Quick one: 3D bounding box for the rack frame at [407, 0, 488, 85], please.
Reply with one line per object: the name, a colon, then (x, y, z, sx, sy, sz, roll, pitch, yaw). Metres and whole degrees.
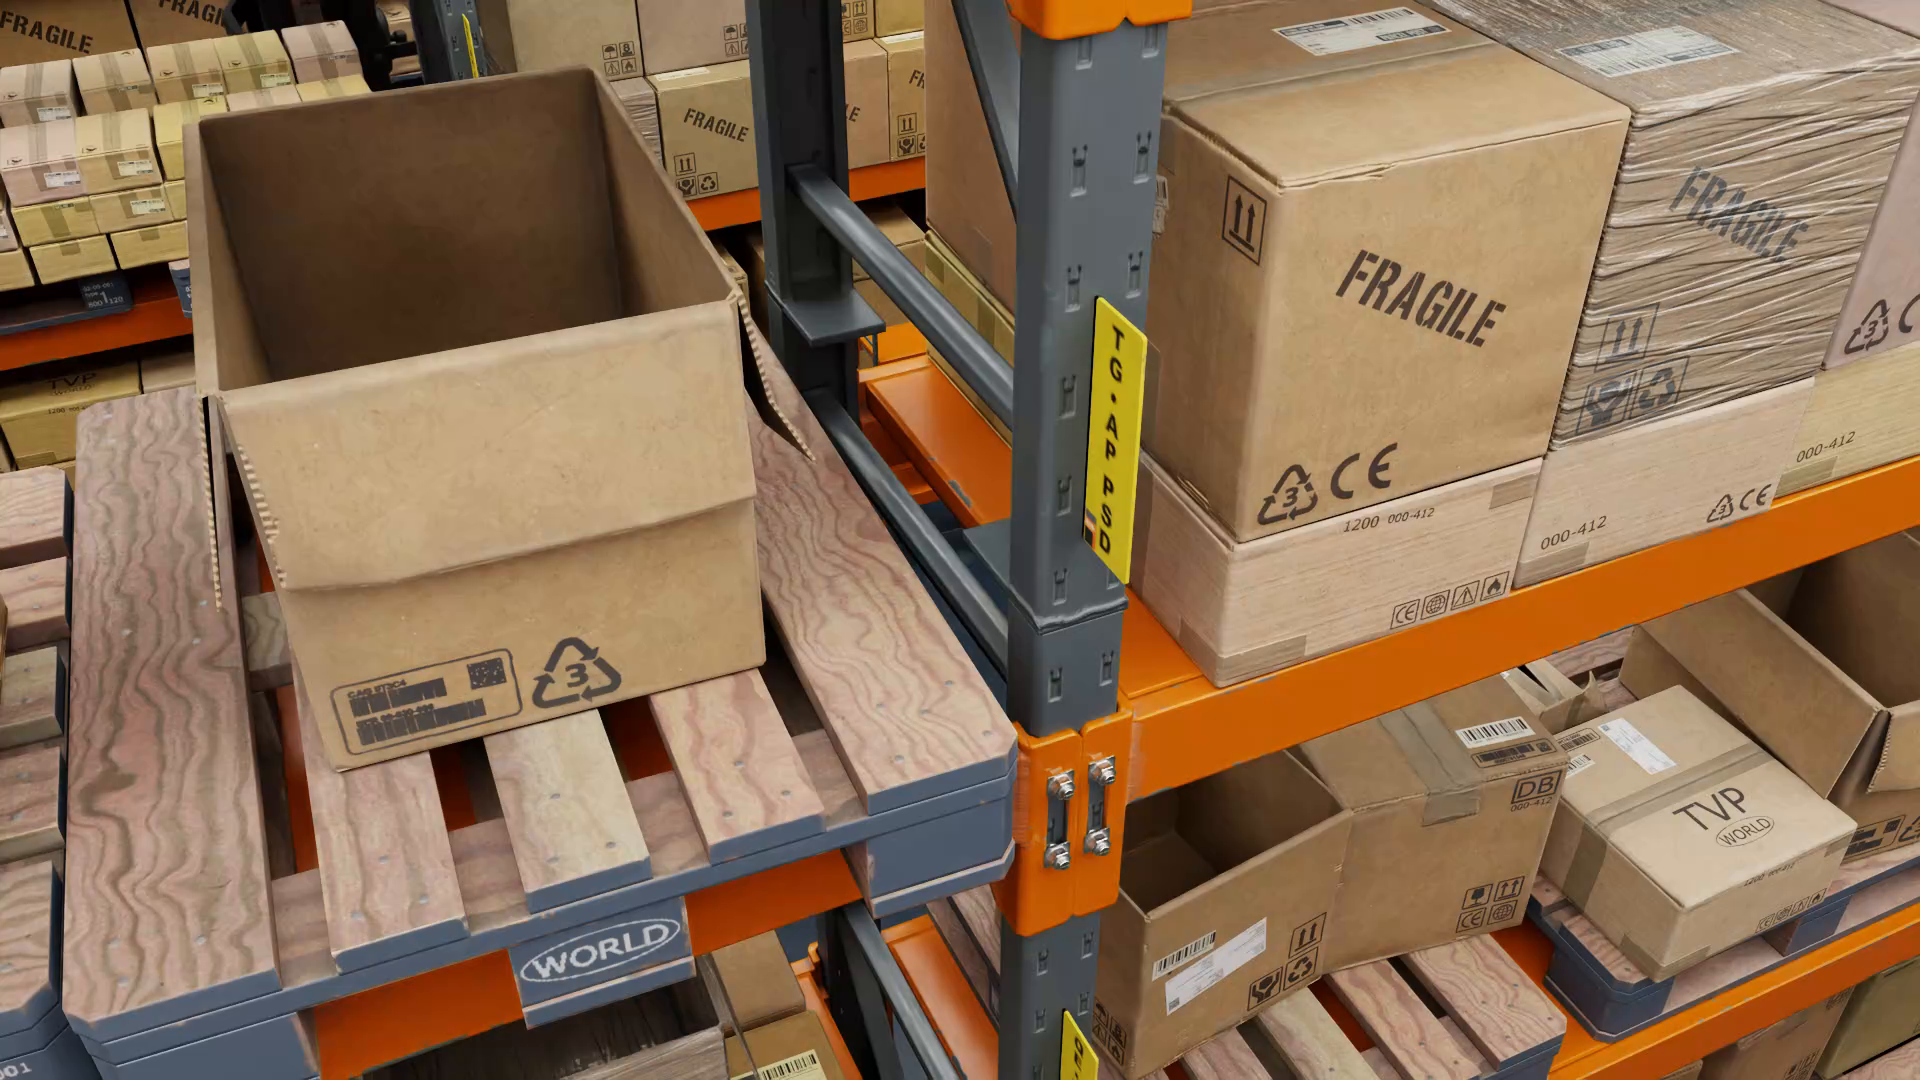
rack frame: (-2.073, -1.663, 6.974, 0.127, 3.000, 1.000, -16, 39, -20)

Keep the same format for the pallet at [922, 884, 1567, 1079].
pallet: (0.542, 0.877, 3.711, 1.003, 0.211, 1.213, -16, 39, -20)

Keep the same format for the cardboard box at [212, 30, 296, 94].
cardboard box: (-2.816, -1.887, 6.636, 0.250, 0.149, 0.380, -17, 40, -21)

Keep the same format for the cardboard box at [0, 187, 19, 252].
cardboard box: (-3.494, -1.152, 5.894, 0.250, 0.149, 0.380, -15, 39, -19)

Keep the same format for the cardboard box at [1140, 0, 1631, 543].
cardboard box: (0.477, -0.388, 2.234, 0.500, 0.500, 0.500, -15, 39, -20)

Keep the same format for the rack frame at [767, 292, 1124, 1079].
rack frame: (-0.057, 1.038, 3.333, 0.127, 3.000, 1.000, -16, 39, -20)

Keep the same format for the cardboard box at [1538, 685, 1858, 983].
cardboard box: (1.558, 0.629, 3.657, 0.500, 0.250, 0.500, -17, 40, -21)

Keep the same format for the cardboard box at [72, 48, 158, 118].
cardboard box: (-3.280, -1.761, 6.465, 0.250, 0.149, 0.380, -17, 40, -22)

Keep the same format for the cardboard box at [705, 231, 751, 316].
cardboard box: (-1.484, -1.033, 7.661, 0.750, 0.750, 1.050, -16, 40, -21)

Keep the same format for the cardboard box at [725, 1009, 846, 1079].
cardboard box: (-0.399, 1.256, 2.955, 0.500, 0.500, 0.500, -14, 39, -19)

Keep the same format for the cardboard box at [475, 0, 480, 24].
cardboard box: (-3.088, -3.749, 11.639, 0.625, 0.372, 0.950, -16, 40, -21)

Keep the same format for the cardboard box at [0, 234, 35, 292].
cardboard box: (-3.488, -1.036, 5.987, 0.250, 0.149, 0.380, -14, 39, -19)

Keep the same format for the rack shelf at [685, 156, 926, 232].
rack shelf: (-0.263, -1.880, 7.871, 4.000, 0.370, 1.077, -16, 39, -20)

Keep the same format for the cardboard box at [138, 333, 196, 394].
cardboard box: (-3.034, -0.680, 6.766, 0.500, 0.250, 0.500, -15, 39, -19)

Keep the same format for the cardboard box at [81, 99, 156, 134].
cardboard box: (-3.309, -1.633, 6.542, 0.250, 0.149, 0.380, -15, 39, -20)

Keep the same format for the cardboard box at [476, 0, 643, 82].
cardboard box: (-1.663, -2.213, 6.792, 0.500, 0.500, 0.700, -16, 39, -20)

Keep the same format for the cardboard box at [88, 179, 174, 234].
cardboard box: (-3.032, -1.280, 6.066, 0.250, 0.149, 0.380, -16, 39, -20)

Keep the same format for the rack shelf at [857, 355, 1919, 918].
rack shelf: (1.753, -0.384, 3.336, 4.000, 0.370, 1.077, -16, 39, -20)

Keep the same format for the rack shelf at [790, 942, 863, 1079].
rack shelf: (-1.868, 1.833, 2.865, 4.000, 0.370, 1.077, -16, 39, -20)

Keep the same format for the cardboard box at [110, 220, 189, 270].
cardboard box: (-3.010, -1.169, 6.167, 0.250, 0.149, 0.380, -16, 40, -21)

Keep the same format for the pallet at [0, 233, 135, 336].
pallet: (-3.848, -1.063, 6.326, 1.213, 0.211, 1.003, -16, 39, -20)

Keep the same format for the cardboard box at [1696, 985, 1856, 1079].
cardboard box: (2.053, 1.249, 4.777, 0.500, 0.500, 0.700, -19, 41, -24)

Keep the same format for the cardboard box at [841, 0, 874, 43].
cardboard box: (-0.742, -2.473, 7.142, 0.500, 0.500, 0.700, -16, 40, -21)

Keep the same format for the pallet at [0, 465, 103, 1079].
pallet: (-1.629, 0.385, 1.854, 1.213, 0.211, 1.003, -14, 39, -18)

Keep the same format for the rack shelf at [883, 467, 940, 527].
rack shelf: (-0.150, -0.226, 6.994, 0.480, 0.148, 0.258, -16, 39, -20)

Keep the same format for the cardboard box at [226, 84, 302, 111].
cardboard box: (-2.551, -1.536, 6.162, 0.250, 0.149, 0.380, -16, 39, -20)

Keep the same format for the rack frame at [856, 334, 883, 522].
rack frame: (-0.371, -0.378, 6.753, 0.015, 1.200, 0.240, -16, 39, -20)

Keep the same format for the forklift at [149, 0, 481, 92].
forklift: (-2.970, -2.894, 8.691, 3.031, 2.935, 1.130, -19, 40, -23)

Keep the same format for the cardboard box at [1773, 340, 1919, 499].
cardboard box: (1.402, -0.354, 2.817, 0.500, 0.250, 0.500, -15, 39, -19)

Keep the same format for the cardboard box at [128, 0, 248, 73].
cardboard box: (-4.929, -3.492, 10.871, 0.875, 0.875, 0.875, -16, 39, -20)

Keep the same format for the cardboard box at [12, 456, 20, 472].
cardboard box: (-3.966, -0.134, 6.658, 0.500, 0.500, 0.500, -15, 39, -19)

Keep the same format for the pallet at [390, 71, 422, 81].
pallet: (-3.560, -3.384, 11.635, 1.213, 0.211, 1.003, -16, 39, -20)

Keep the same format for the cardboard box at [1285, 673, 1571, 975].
cardboard box: (0.877, 0.475, 3.655, 0.500, 0.500, 0.700, -10, 38, -13)

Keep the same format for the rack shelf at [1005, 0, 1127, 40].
rack shelf: (-1.868, -0.416, 1.197, 4.000, 0.370, 1.077, -16, 39, -20)

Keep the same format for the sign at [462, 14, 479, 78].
sign: (-1.834, -1.806, 6.261, 0.005, 0.325, 0.100, -16, 39, -20)

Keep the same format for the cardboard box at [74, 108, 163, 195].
cardboard box: (-3.028, -1.400, 5.978, 0.250, 0.149, 0.380, -14, 39, -19)

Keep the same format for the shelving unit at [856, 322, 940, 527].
shelving unit: (-0.150, -0.440, 6.836, 0.503, 1.200, 0.258, -16, 39, -20)

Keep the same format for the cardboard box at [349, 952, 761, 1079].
cardboard box: (-0.726, 0.771, 2.767, 0.637, 0.503, 0.797, -14, 39, -18)

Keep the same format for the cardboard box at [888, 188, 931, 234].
cardboard box: (0.149, -1.493, 8.280, 0.750, 0.750, 1.050, -16, 39, -20)

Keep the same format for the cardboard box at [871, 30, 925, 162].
cardboard box: (-0.184, -2.053, 7.417, 0.500, 0.500, 0.500, -16, 39, -20)

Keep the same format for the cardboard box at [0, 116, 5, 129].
cardboard box: (-3.763, -1.623, 6.280, 0.250, 0.149, 0.380, -14, 39, -19)

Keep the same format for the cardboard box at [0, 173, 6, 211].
cardboard box: (-3.494, -1.272, 5.806, 0.250, 0.149, 0.380, -14, 39, -18)

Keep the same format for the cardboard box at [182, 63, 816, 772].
cardboard box: (-0.579, -0.184, 2.023, 0.637, 0.503, 0.797, -13, 39, -17)

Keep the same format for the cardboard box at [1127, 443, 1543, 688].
cardboard box: (0.476, -0.089, 2.459, 0.500, 0.250, 0.500, -15, 39, -19)

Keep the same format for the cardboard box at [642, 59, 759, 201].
cardboard box: (-1.093, -1.801, 7.077, 0.500, 0.500, 0.500, -16, 39, -20)

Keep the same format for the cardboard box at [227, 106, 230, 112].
cardboard box: (-2.841, -1.766, 6.722, 0.250, 0.149, 0.380, -14, 39, -18)

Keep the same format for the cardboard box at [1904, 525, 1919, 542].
cardboard box: (2.785, -0.259, 4.225, 1.000, 1.000, 1.000, -15, 39, -20)

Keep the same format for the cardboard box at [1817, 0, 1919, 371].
cardboard box: (1.390, -0.646, 2.581, 0.500, 0.500, 0.500, -17, 40, -21)

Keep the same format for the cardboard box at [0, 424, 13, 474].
cardboard box: (-3.969, -0.424, 6.419, 0.500, 0.250, 0.500, -14, 39, -18)
